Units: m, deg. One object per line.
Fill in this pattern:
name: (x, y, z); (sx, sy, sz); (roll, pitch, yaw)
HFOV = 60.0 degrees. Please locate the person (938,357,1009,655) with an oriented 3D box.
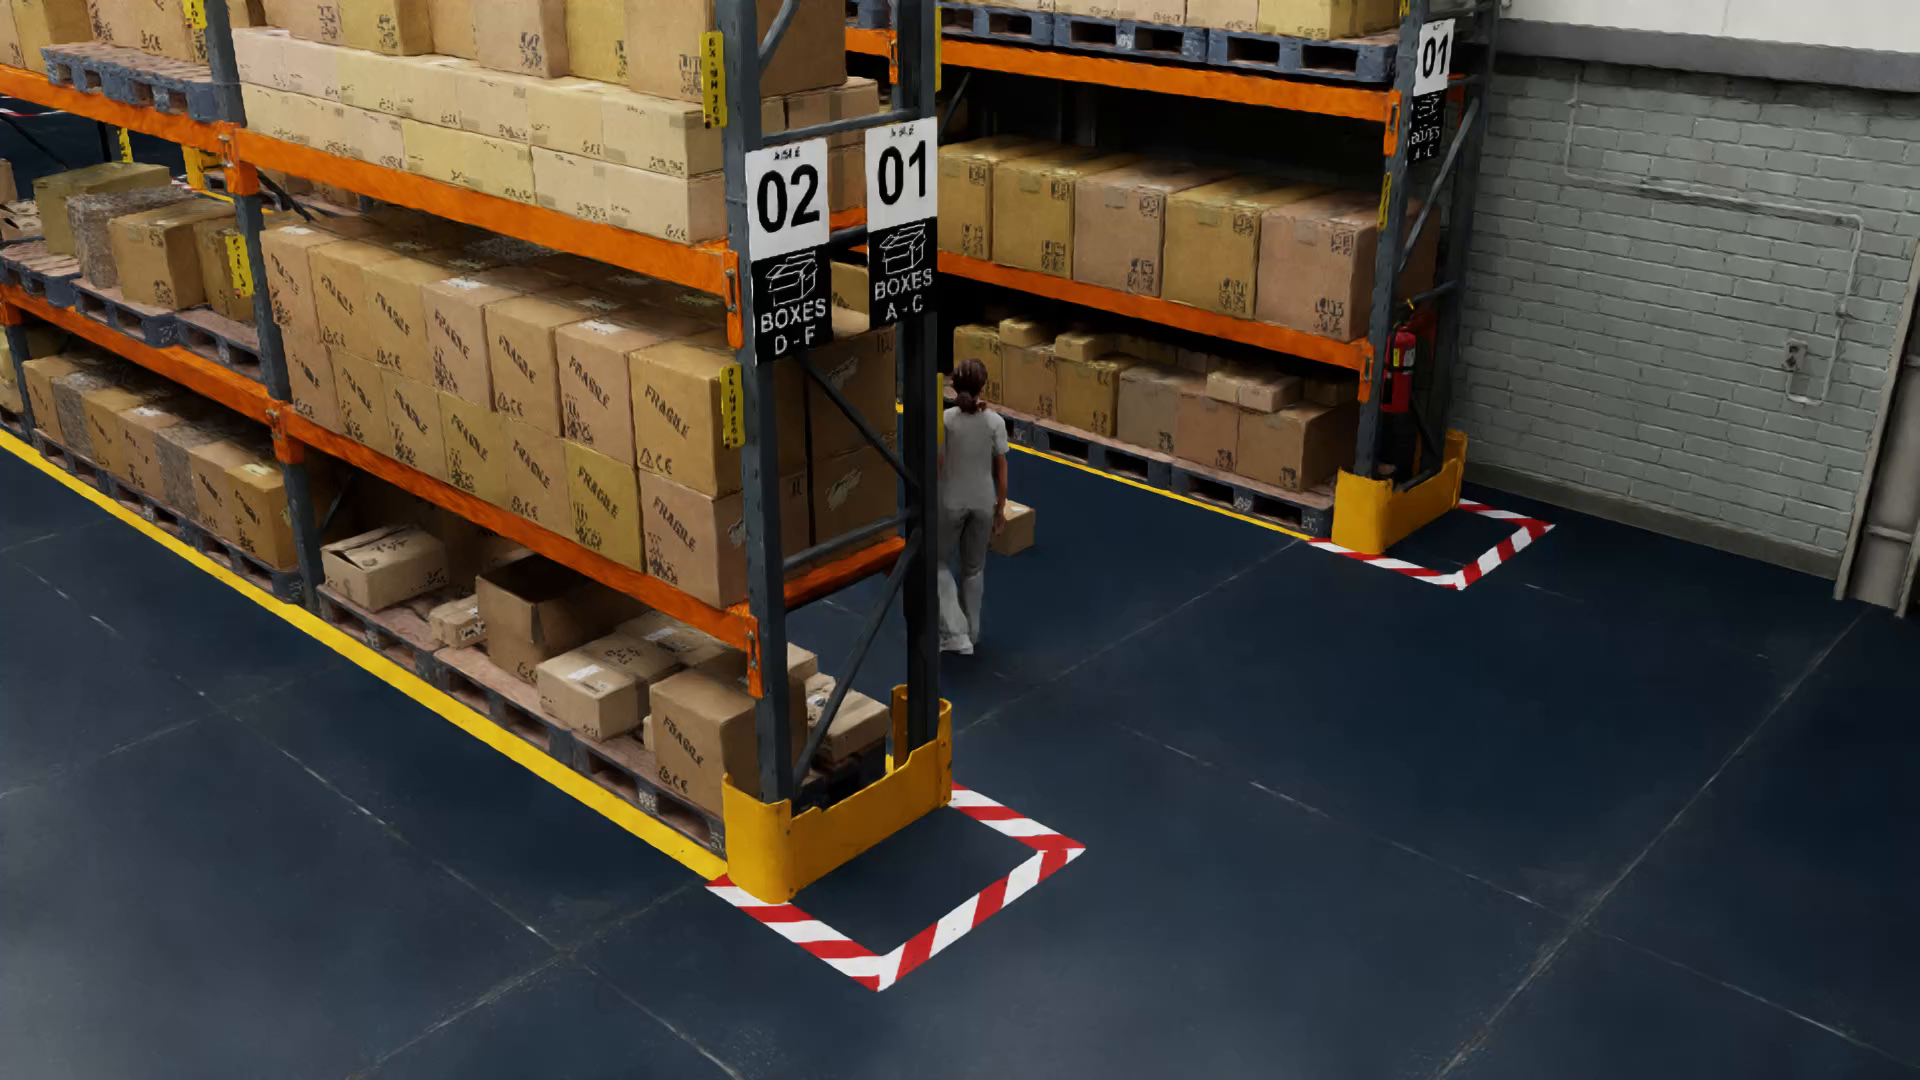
person: (0.030, -0.129, 8.913); (0.506, 1.649, 0.526); (-5, 25, -12)
